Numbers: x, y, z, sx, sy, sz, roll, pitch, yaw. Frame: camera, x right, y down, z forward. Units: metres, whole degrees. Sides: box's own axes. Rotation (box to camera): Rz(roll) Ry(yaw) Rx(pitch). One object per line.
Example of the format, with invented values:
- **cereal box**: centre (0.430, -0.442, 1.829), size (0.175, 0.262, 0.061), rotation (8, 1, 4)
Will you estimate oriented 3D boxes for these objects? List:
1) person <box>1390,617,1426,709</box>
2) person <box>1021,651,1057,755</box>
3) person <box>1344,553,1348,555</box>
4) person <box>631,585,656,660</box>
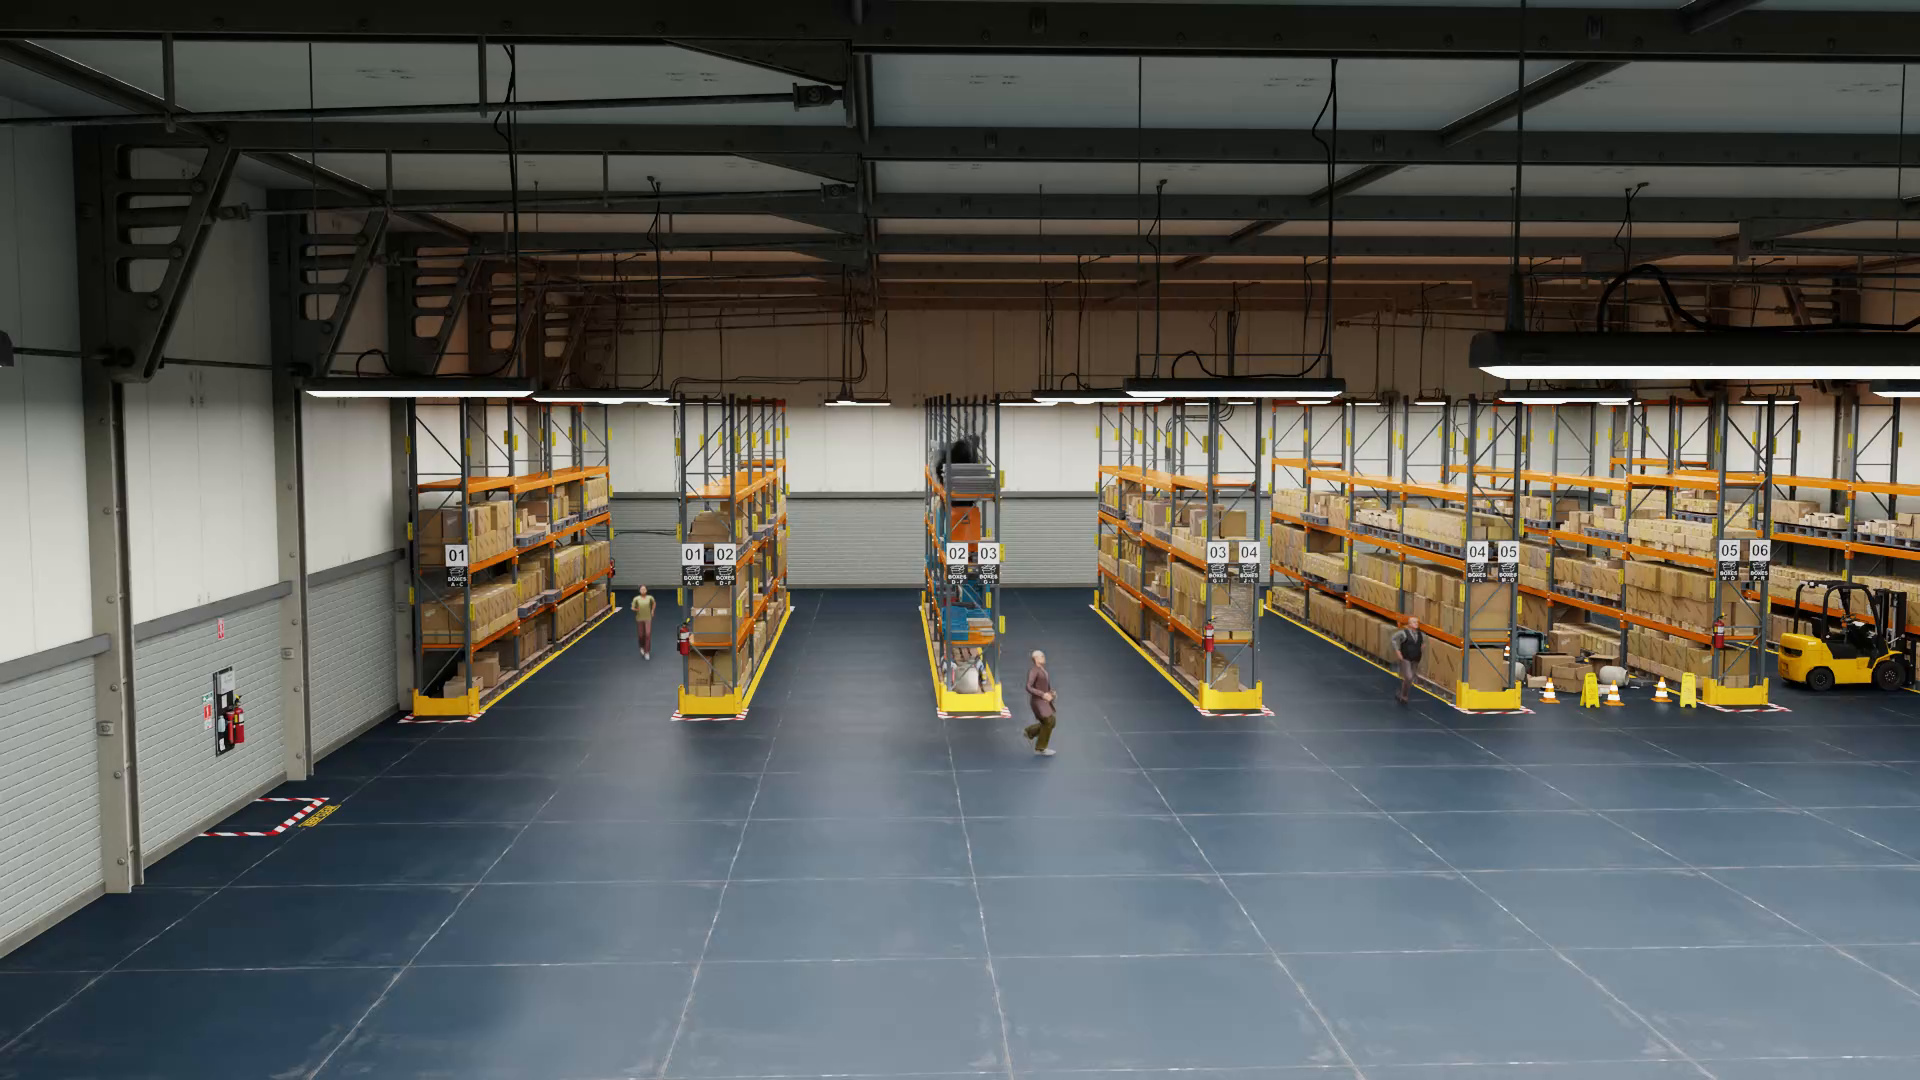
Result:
- **person**: centre (8.663, 2.362, 32.021), size (0.658, 1.762, 0.772), rotation (-2, 5, -19)
- **person**: centre (1.307, 2.686, 27.482), size (0.653, 1.724, 0.707), rotation (2, 5, 22)
- **person**: centre (10.911, 1.083, 47.162), size (0.703, 1.752, 0.954), rotation (-1, 5, -9)
- **person**: centre (-7.255, 1.853, 38.126), size (0.574, 1.674, 0.950), rotation (-1, 5, -14)
